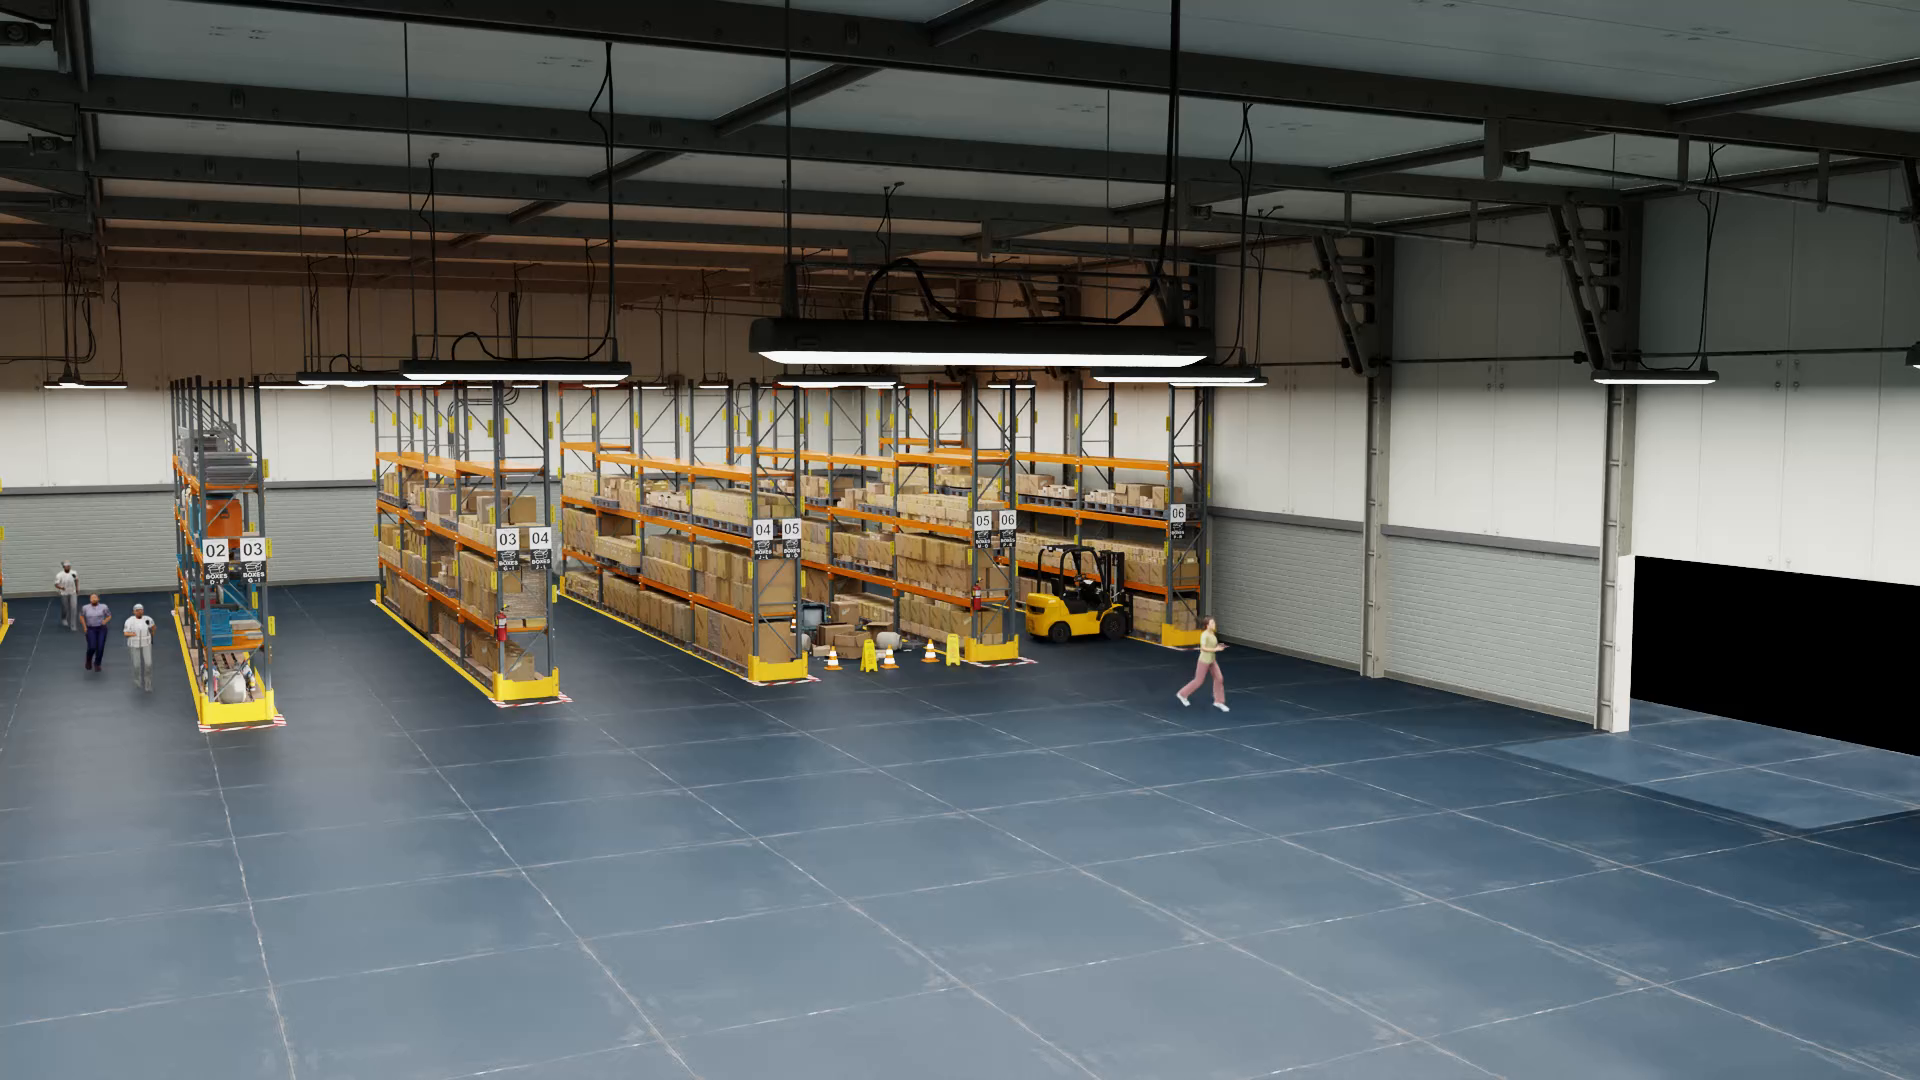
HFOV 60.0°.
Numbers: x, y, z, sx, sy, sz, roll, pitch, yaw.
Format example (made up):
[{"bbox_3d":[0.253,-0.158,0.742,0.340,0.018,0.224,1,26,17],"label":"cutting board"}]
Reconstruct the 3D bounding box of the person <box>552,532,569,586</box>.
[{"bbox_3d":[-11.668,0.554,48.607,0.516,1.707,0.771,-1,5,-15],"label":"person"}]

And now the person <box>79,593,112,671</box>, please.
[{"bbox_3d":[-17.704,1.892,34.084,0.575,1.602,0.567,-3,6,-31],"label":"person"}]

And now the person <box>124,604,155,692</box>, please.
[{"bbox_3d":[-15.735,2.069,31.934,0.554,1.705,0.759,-3,6,-27],"label":"person"}]

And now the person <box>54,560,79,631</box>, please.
[{"bbox_3d":[-21.552,1.328,40.147,0.560,1.702,0.878,-4,6,-38],"label":"person"}]

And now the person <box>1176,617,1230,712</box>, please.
[{"bbox_3d":[4.406,2.222,29.992,0.955,1.695,0.583,3,6,30],"label":"person"}]
